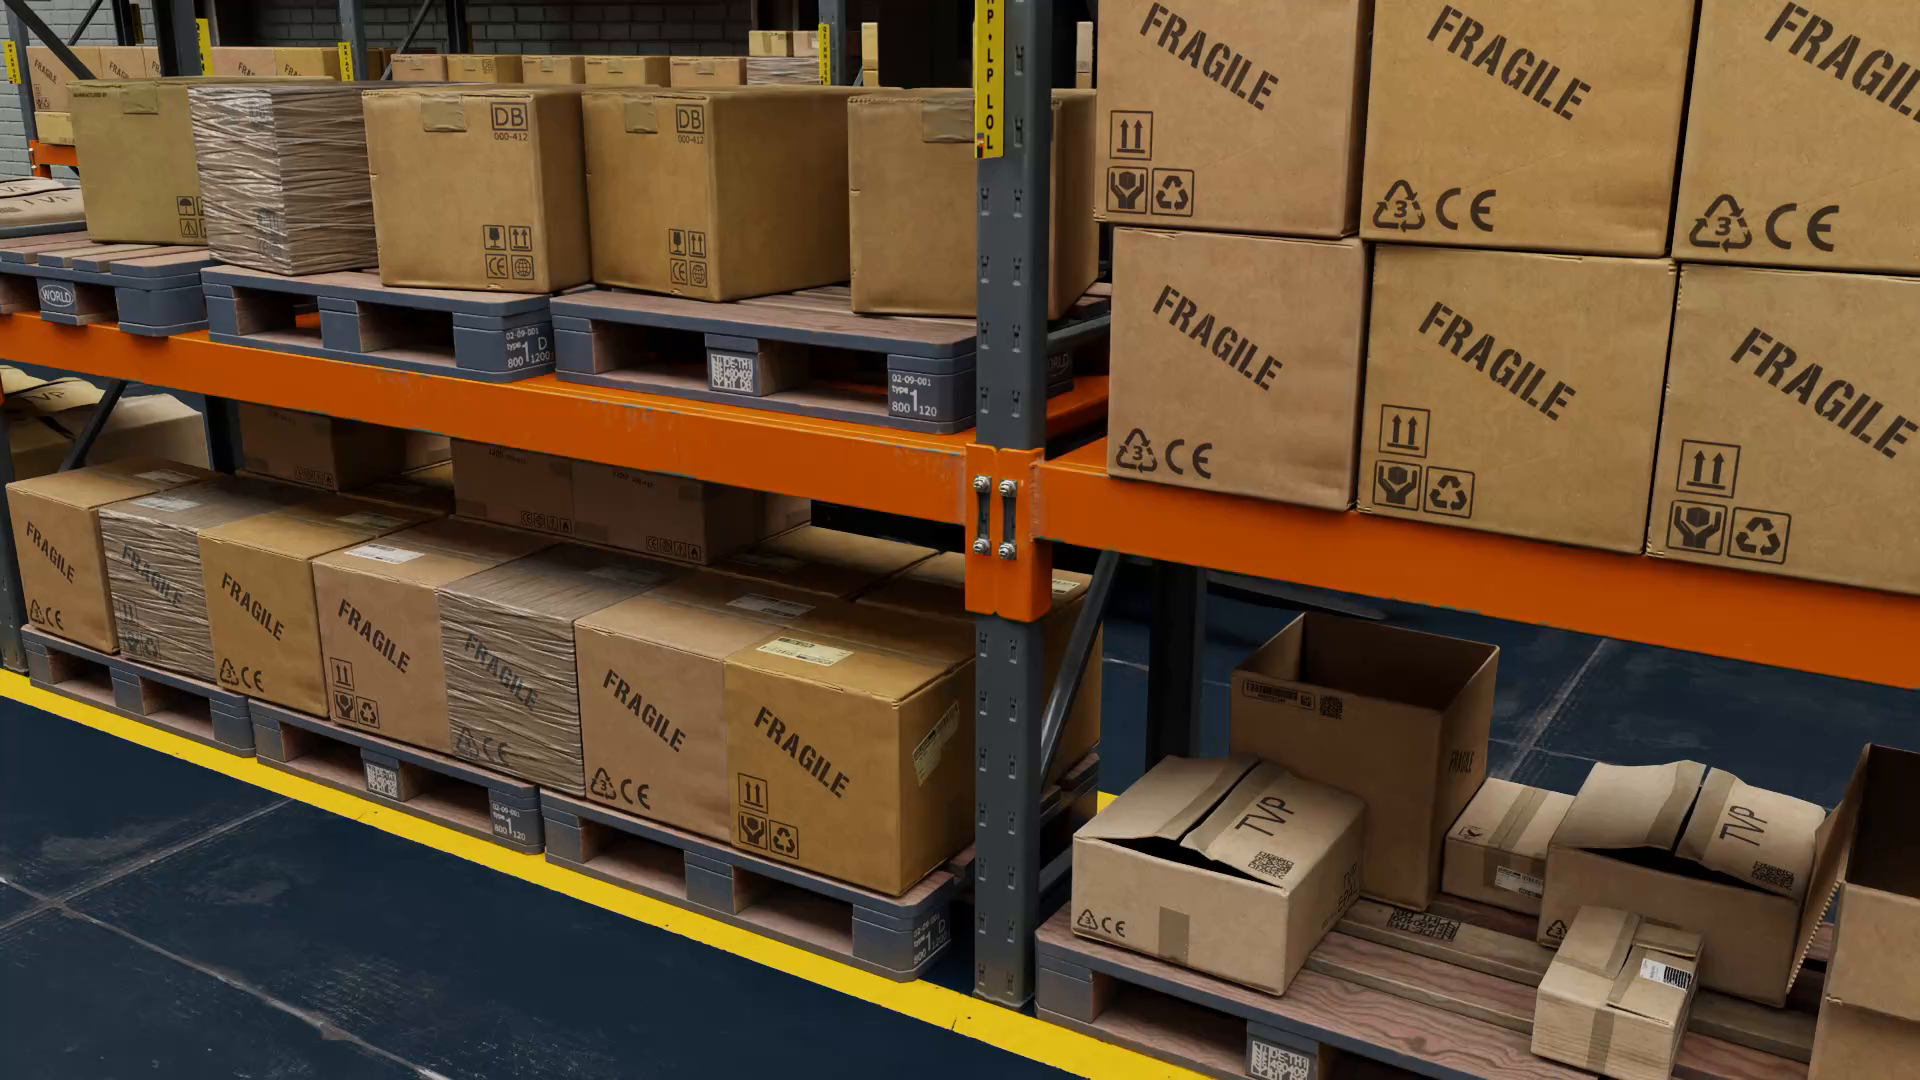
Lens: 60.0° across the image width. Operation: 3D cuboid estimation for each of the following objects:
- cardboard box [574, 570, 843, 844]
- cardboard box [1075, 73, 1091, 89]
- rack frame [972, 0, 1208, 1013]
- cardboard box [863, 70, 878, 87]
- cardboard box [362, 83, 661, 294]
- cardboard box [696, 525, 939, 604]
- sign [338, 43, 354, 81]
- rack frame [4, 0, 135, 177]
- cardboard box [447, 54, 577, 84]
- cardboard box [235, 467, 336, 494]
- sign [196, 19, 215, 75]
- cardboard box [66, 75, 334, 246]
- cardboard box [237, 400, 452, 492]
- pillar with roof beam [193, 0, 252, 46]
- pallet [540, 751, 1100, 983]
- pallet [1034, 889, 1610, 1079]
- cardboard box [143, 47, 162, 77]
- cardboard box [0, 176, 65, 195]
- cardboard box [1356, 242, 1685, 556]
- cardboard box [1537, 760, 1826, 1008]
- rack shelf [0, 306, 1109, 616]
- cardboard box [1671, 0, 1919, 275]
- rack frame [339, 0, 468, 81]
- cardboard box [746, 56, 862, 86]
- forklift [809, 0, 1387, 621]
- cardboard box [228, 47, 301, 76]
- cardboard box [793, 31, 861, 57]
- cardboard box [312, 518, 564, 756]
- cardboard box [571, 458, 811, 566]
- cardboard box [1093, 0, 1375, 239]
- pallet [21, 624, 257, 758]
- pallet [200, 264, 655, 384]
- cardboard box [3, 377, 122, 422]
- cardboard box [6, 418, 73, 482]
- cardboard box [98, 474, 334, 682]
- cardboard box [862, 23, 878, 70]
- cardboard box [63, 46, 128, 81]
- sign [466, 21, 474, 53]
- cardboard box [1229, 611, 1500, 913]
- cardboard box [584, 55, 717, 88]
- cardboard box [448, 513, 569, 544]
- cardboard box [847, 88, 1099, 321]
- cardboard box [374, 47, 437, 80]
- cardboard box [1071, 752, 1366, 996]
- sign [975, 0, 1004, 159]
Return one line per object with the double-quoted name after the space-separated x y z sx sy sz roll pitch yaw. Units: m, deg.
-0.643 0.420 4.381 0.500 0.500 0.500 10 20 30 "cardboard box"
0.669 -2.225 8.826 0.500 0.500 0.500 10 20 30 "cardboard box"
0.344 -0.484 3.814 0.127 3.000 1.000 10 20 30 "rack frame"
-0.195 -2.382 9.345 0.500 0.500 0.500 11 20 32 "cardboard box"
-1.194 -0.986 4.573 0.500 0.500 0.700 5 18 16 "cardboard box"
-0.401 0.289 4.812 0.500 0.500 0.500 10 20 31 "cardboard box"
-4.161 -3.207 11.289 0.005 0.325 0.100 10 20 30 "sign"
-7.292 -3.537 13.864 0.127 3.000 1.000 10 20 30 "rack frame"
-2.995 -3.014 11.214 0.500 0.500 0.700 13 21 36 "cardboard box"
-2.145 -0.023 5.840 0.500 0.500 0.500 11 20 32 "cardboard box"
-2.789 -1.745 6.108 0.005 0.325 0.100 10 20 30 "sign"
-2.469 -1.273 5.518 0.500 0.500 0.700 4 17 12 "cardboard box"
-2.094 -0.374 5.706 0.500 0.250 0.500 11 20 32 "cardboard box"
-8.496 -5.449 9.837 0.400 9.000 9.100 10 20 30 "pillar with roof beam"
-0.369 0.736 4.596 1.213 0.211 1.003 10 20 30 "pallet"
0.929 0.955 3.875 1.213 0.211 1.003 10 20 30 "pallet"
-5.744 -3.453 12.521 0.500 0.500 0.500 11 20 32 "cardboard box"
-3.725 -1.234 6.436 0.500 0.311 0.500 10 19 29 "cardboard box"
1.074 -0.310 3.068 0.500 0.500 0.500 11 20 31 "cardboard box"
1.617 0.722 3.711 0.500 0.311 0.500 10 20 30 "cardboard box"
-1.360 -0.444 4.920 4.000 0.370 1.077 10 20 30 "rack shelf"
1.476 -0.712 2.673 0.500 0.500 0.500 9 19 28 "cardboard box"
-3.884 -2.928 11.861 0.127 3.000 1.000 10 20 30 "rack frame"
-0.881 -2.647 10.007 0.500 0.500 0.700 8 18 24 "cardboard box"
0.484 -1.269 6.515 3.031 2.935 1.130 13 21 37 "forklift"
-4.877 -3.295 12.001 0.500 0.500 0.500 10 20 30 "cardboard box"
-0.785 -2.934 9.833 0.250 0.149 0.380 7 18 23 "cardboard box"
-1.505 0.267 4.886 0.500 0.500 0.500 9 19 28 "cardboard box"
-0.793 -0.143 4.946 0.500 0.250 0.500 10 20 30 "cardboard box"
0.598 -0.869 3.189 0.500 0.500 0.500 11 20 31 "cardboard box"
-2.448 0.365 5.818 1.213 0.211 1.003 10 20 30 "pallet"
-1.405 -0.706 4.875 1.213 0.211 1.003 10 20 30 "pallet"
-3.809 -0.476 6.832 0.500 0.311 0.500 10 19 29 "cardboard box"
-3.640 -0.265 6.136 0.500 0.311 0.500 11 20 31 "cardboard box"
-2.377 0.111 5.398 0.500 0.500 0.500 9 19 28 "cardboard box"
-0.199 -2.741 9.236 0.500 0.250 0.500 11 20 31 "cardboard box"
-6.627 -3.609 13.034 0.500 0.500 0.500 10 20 30 "cardboard box"
-3.596 -3.620 12.147 0.005 0.325 0.100 10 20 30 "sign"
0.978 0.518 4.060 0.500 0.500 0.500 10 20 30 "cardboard box"
-1.954 -2.831 10.612 0.500 0.500 0.700 10 20 30 "cardboard box"
-1.253 0.134 5.322 0.500 0.500 0.500 9 19 28 "cardboard box"
0.057 -0.860 4.158 0.500 0.500 0.700 4 17 12 "cardboard box"
-4.175 -3.348 12.176 0.500 0.500 0.500 10 19 29 "cardboard box"
0.589 0.709 3.754 0.500 0.311 0.500 10 20 30 "cardboard box"
0.057 -0.900 3.192 0.005 0.325 0.100 10 20 30 "sign"
